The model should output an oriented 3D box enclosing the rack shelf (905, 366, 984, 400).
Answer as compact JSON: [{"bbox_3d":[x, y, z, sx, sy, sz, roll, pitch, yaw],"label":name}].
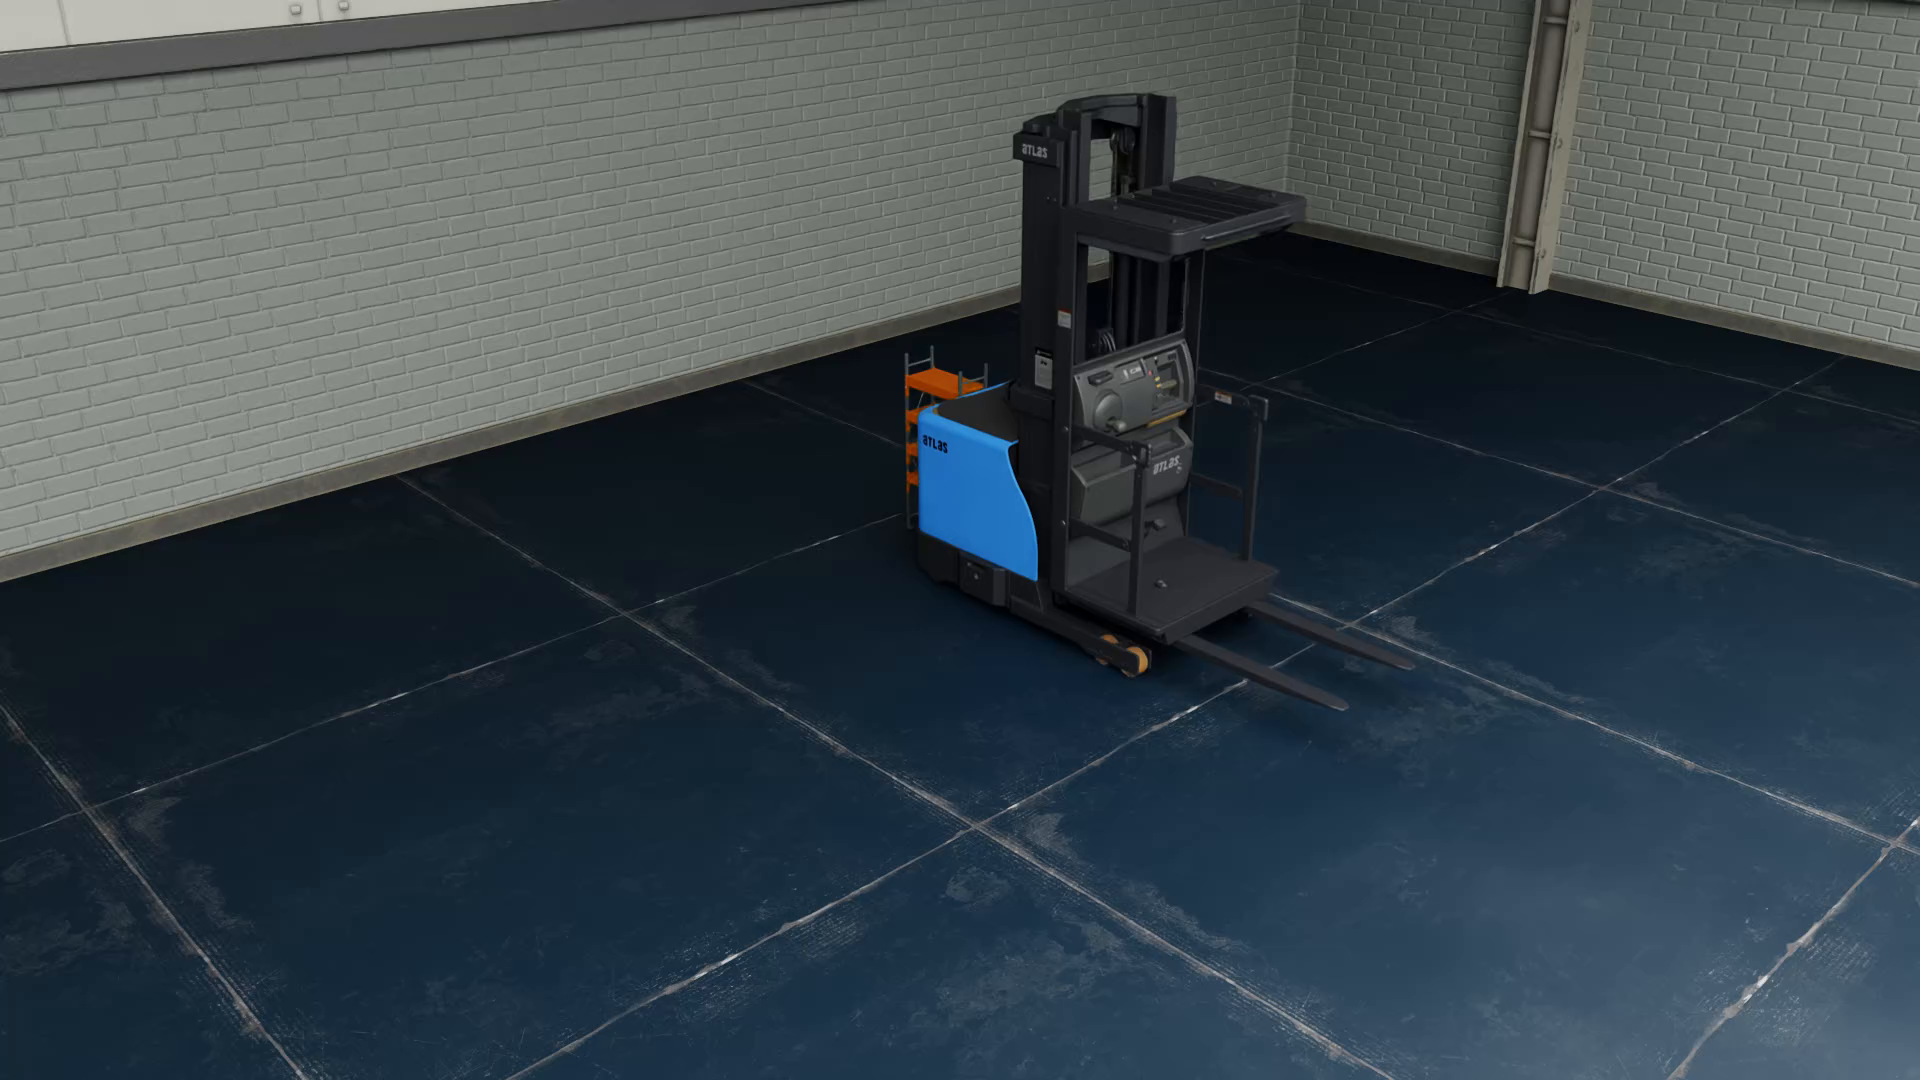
[{"bbox_3d":[-0.089,-0.940,10.417,0.258,0.148,0.480,-22,32,-39],"label":"rack shelf"}]

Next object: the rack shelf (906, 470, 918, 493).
[{"bbox_3d":[-0.089,-0.340,10.691,0.258,0.148,0.480,-22,32,-39],"label":"rack shelf"}]

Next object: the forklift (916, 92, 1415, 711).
[{"bbox_3d":[1.113,-0.825,9.026,1.130,2.935,3.031,-22,32,-39],"label":"forklift"}]

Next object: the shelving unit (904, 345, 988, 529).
[{"bbox_3d":[-0.089,-0.582,10.580,0.258,1.200,0.503,-22,32,-39],"label":"shelving unit"}]

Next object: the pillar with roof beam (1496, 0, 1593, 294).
[{"bbox_3d":[2.313,-5.325,11.580,9.100,9.000,0.400,-21,32,-38],"label":"pillar with roof beam"}]

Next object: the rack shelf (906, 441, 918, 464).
[{"bbox_3d":[-0.089,-0.521,10.608,0.258,0.148,0.480,-22,32,-39],"label":"rack shelf"}]

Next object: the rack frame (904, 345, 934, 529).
[{"bbox_3d":[-0.258,-0.655,10.740,0.240,1.200,0.015,-22,32,-39],"label":"rack frame"}]

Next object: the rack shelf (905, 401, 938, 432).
[{"bbox_3d":[-0.089,-0.724,10.515,0.258,0.148,0.480,-22,32,-39],"label":"rack shelf"}]

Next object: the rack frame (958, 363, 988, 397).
[{"bbox_3d":[0.080,-0.509,10.420,0.240,1.200,0.015,-22,32,-39],"label":"rack frame"}]
